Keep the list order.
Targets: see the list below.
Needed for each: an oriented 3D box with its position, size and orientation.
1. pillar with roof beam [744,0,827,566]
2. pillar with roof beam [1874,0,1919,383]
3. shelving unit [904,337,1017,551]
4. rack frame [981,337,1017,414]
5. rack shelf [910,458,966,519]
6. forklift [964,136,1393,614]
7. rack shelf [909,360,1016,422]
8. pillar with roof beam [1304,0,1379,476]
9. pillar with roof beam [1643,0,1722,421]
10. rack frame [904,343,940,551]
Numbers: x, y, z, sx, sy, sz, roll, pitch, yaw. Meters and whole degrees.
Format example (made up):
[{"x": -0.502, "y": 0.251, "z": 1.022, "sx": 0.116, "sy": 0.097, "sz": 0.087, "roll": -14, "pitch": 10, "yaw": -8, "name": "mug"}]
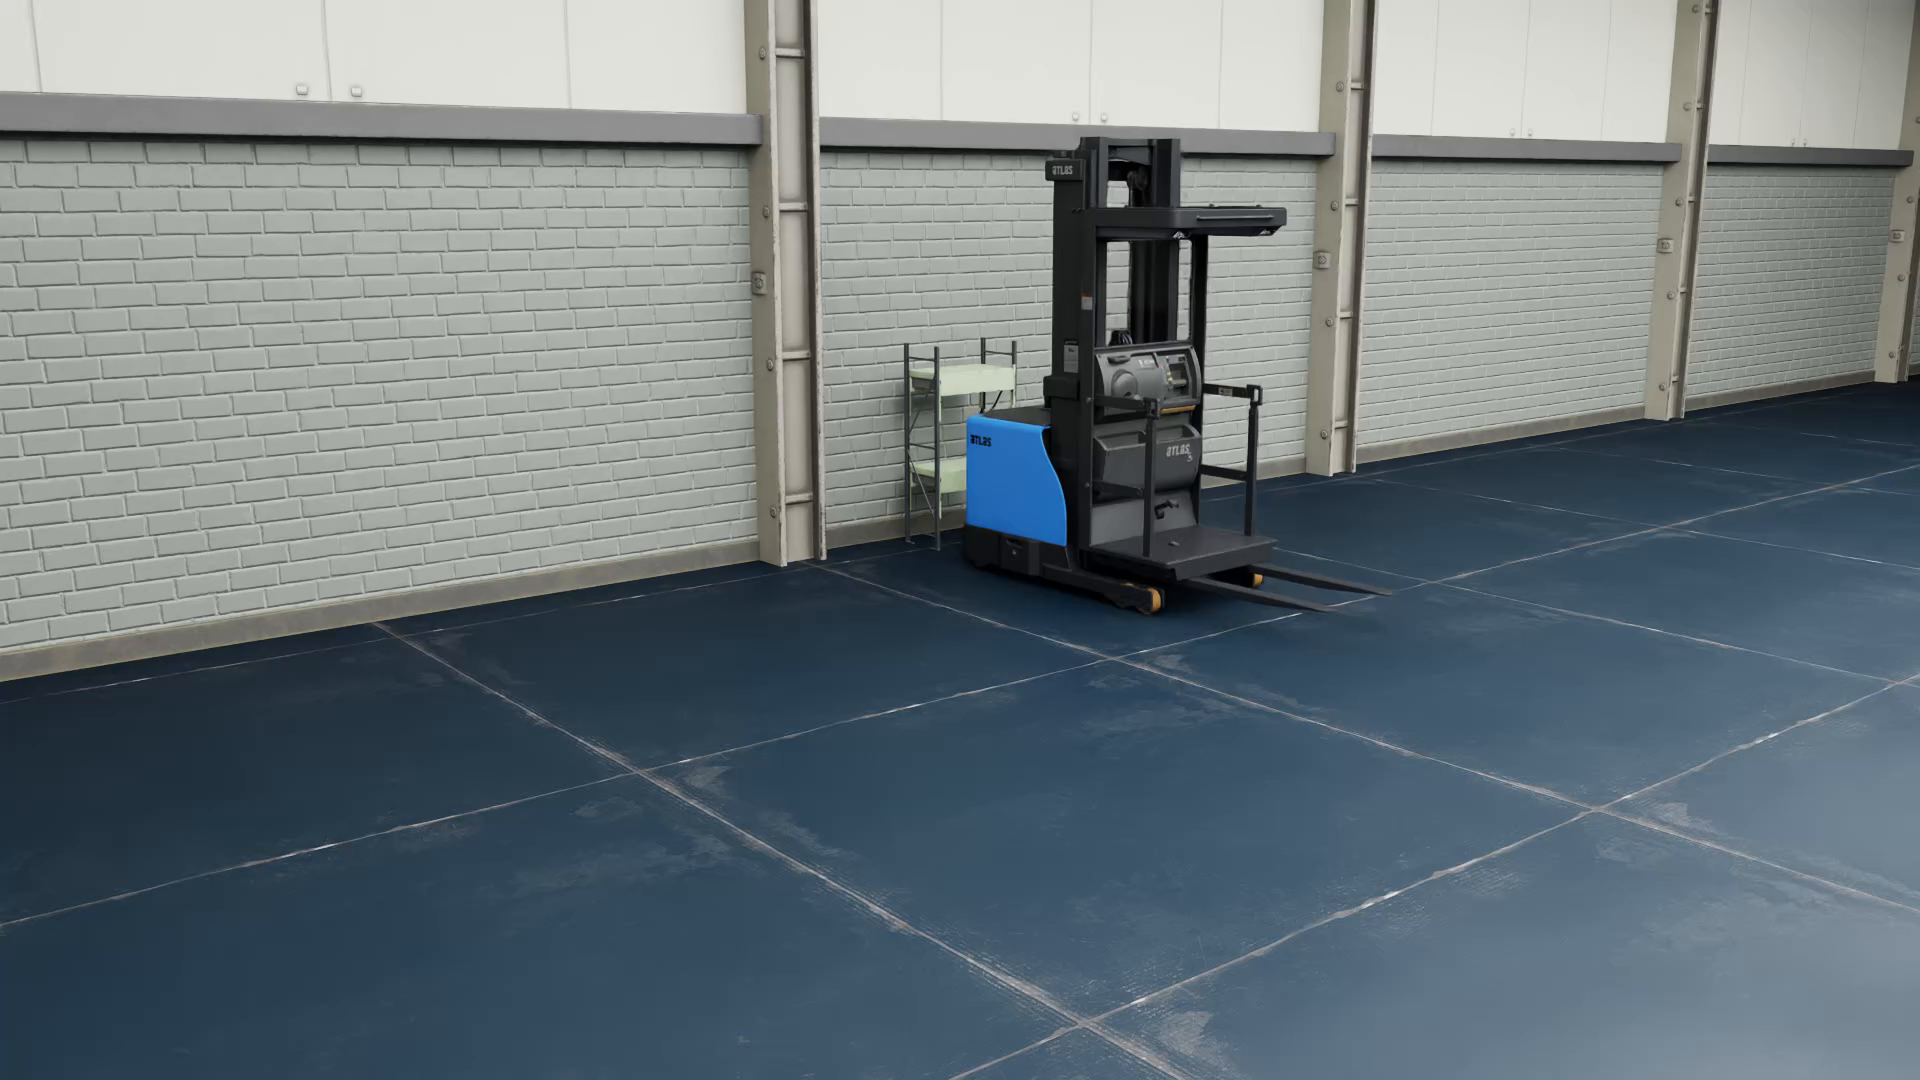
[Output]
[{"x": 1.482, "y": -3.566, "z": 7.759, "sx": 0.400, "sy": 9.000, "sz": 9.100, "roll": -9, "pitch": 15, "yaw": -38, "name": "pillar with roof beam"}, {"x": 15.537, "y": -5.902, "z": 18.758, "sx": 0.400, "sy": 9.000, "sz": 9.100, "roll": -9, "pitch": 15, "yaw": -38, "name": "pillar with roof beam"}, {"x": 0.005, "y": -0.735, "z": 12.477, "sx": 0.755, "sy": 1.500, "sz": 0.431, "roll": -9, "pitch": 15, "yaw": -38, "name": "shelving unit"}, {"x": 0.291, "y": -0.782, "z": 12.701, "sx": 0.023, "sy": 1.500, "sz": 0.400, "roll": -9, "pitch": 15, "yaw": -38, "name": "rack frame"}, {"x": 0.005, "y": -0.416, "z": 12.545, "sx": 0.720, "sy": 0.370, "sz": 0.431, "roll": -9, "pitch": 15, "yaw": -38, "name": "rack shelf"}, {"x": 1.374, "y": -1.086, "z": 10.689, "sx": 1.130, "sy": 2.935, "sz": 3.031, "roll": -10, "pitch": 16, "yaw": -40, "name": "forklift"}, {"x": 0.005, "y": -1.116, "z": 12.396, "sx": 0.720, "sy": 0.370, "sz": 0.431, "roll": -9, "pitch": 15, "yaw": -38, "name": "rack shelf"}, {"x": 6.167, "y": -4.345, "z": 11.425, "sx": 0.400, "sy": 9.000, "sz": 9.100, "roll": -9, "pitch": 15, "yaw": -38, "name": "pillar with roof beam"}, {"x": 10.852, "y": -5.123, "z": 15.092, "sx": 0.400, "sy": 9.000, "sz": 9.100, "roll": -9, "pitch": 15, "yaw": -38, "name": "pillar with roof beam"}, {"x": -0.281, "y": -0.687, "z": 12.253, "sx": 0.023, "sy": 1.500, "sz": 0.400, "roll": -9, "pitch": 15, "yaw": -38, "name": "rack frame"}]
